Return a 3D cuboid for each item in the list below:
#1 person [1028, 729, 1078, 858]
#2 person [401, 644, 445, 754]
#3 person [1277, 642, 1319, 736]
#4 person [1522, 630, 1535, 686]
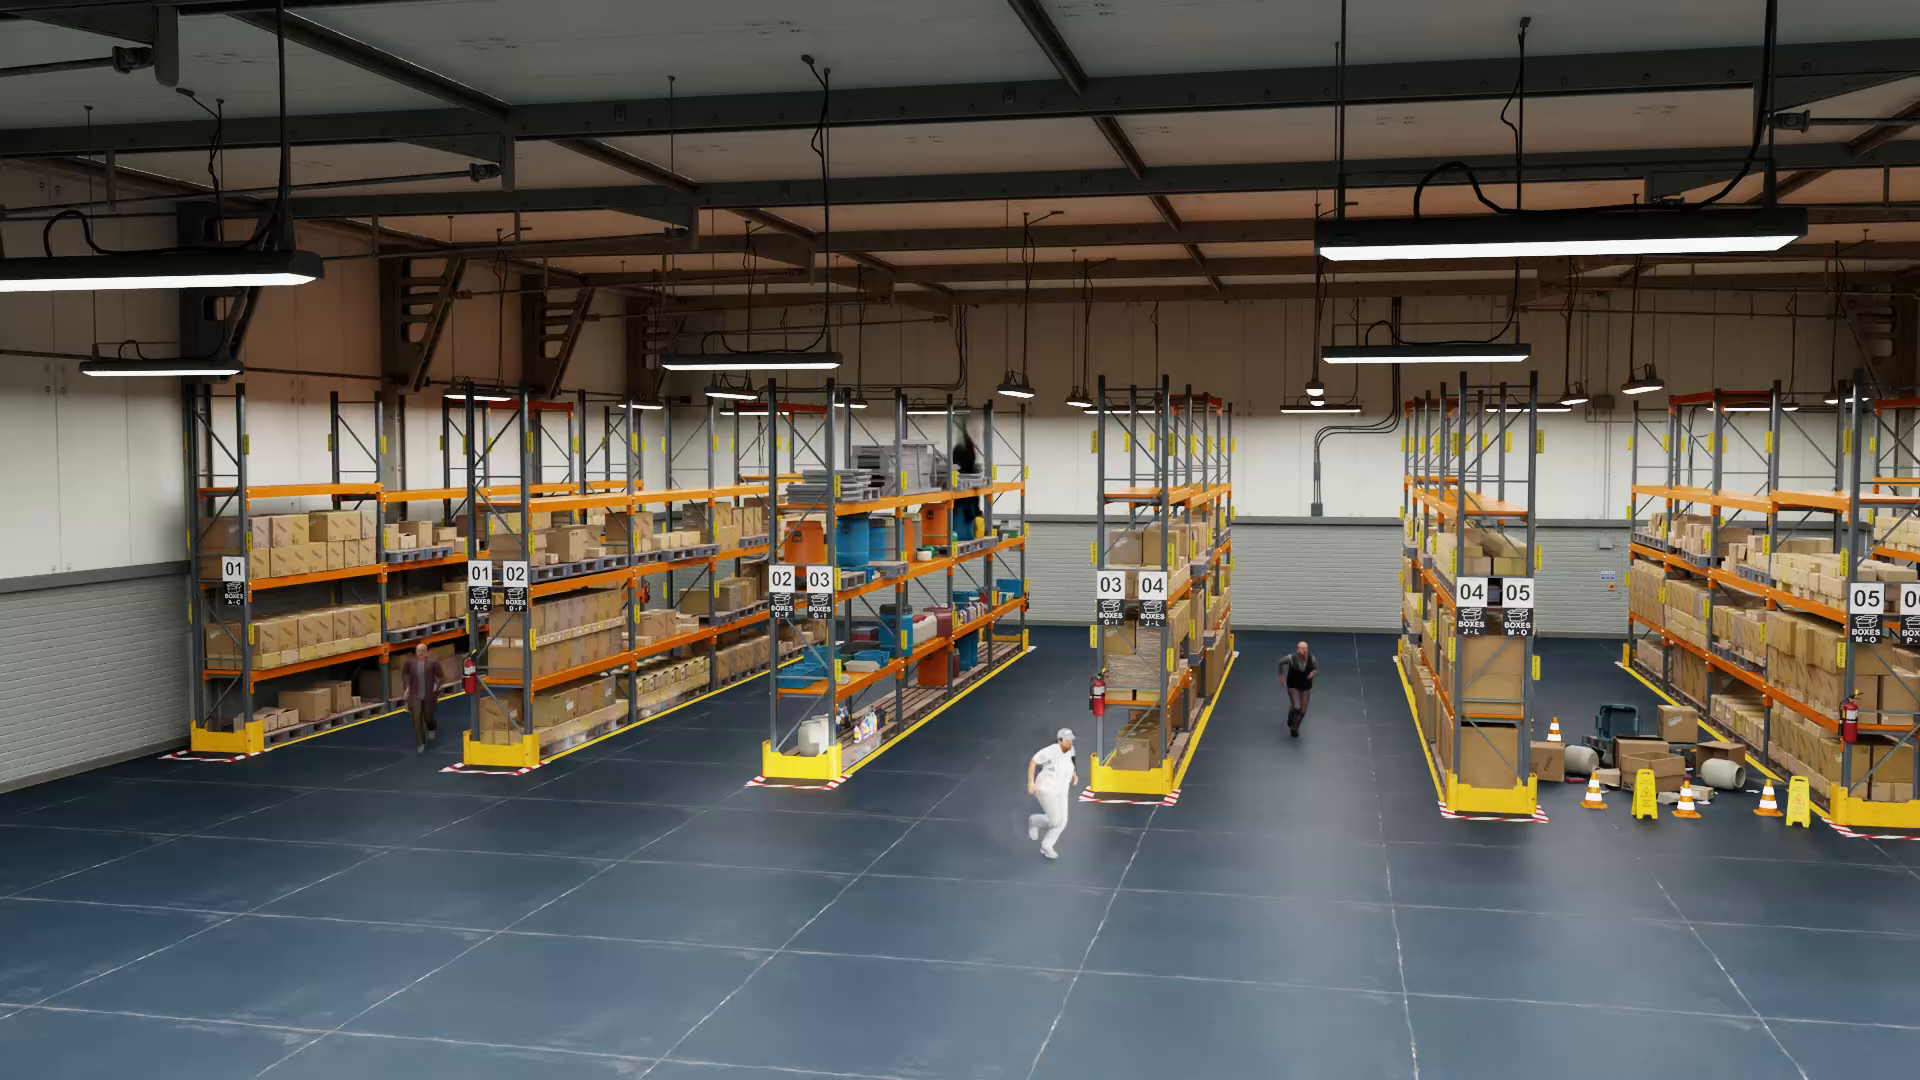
[{"bbox_3d":[1.145,3.070,20.239,0.596,1.599,0.713,-3,5,-44],"label":"person"},{"bbox_3d":[-8.823,2.569,27.328,0.696,1.760,0.947,-1,3,-10],"label":"person"},{"bbox_3d":[5.798,2.558,28.409,0.645,1.646,0.737,0,3,-8],"label":"person"},{"bbox_3d":[11.052,2.243,32.989,0.681,1.770,1.128,1,3,14],"label":"person"}]
